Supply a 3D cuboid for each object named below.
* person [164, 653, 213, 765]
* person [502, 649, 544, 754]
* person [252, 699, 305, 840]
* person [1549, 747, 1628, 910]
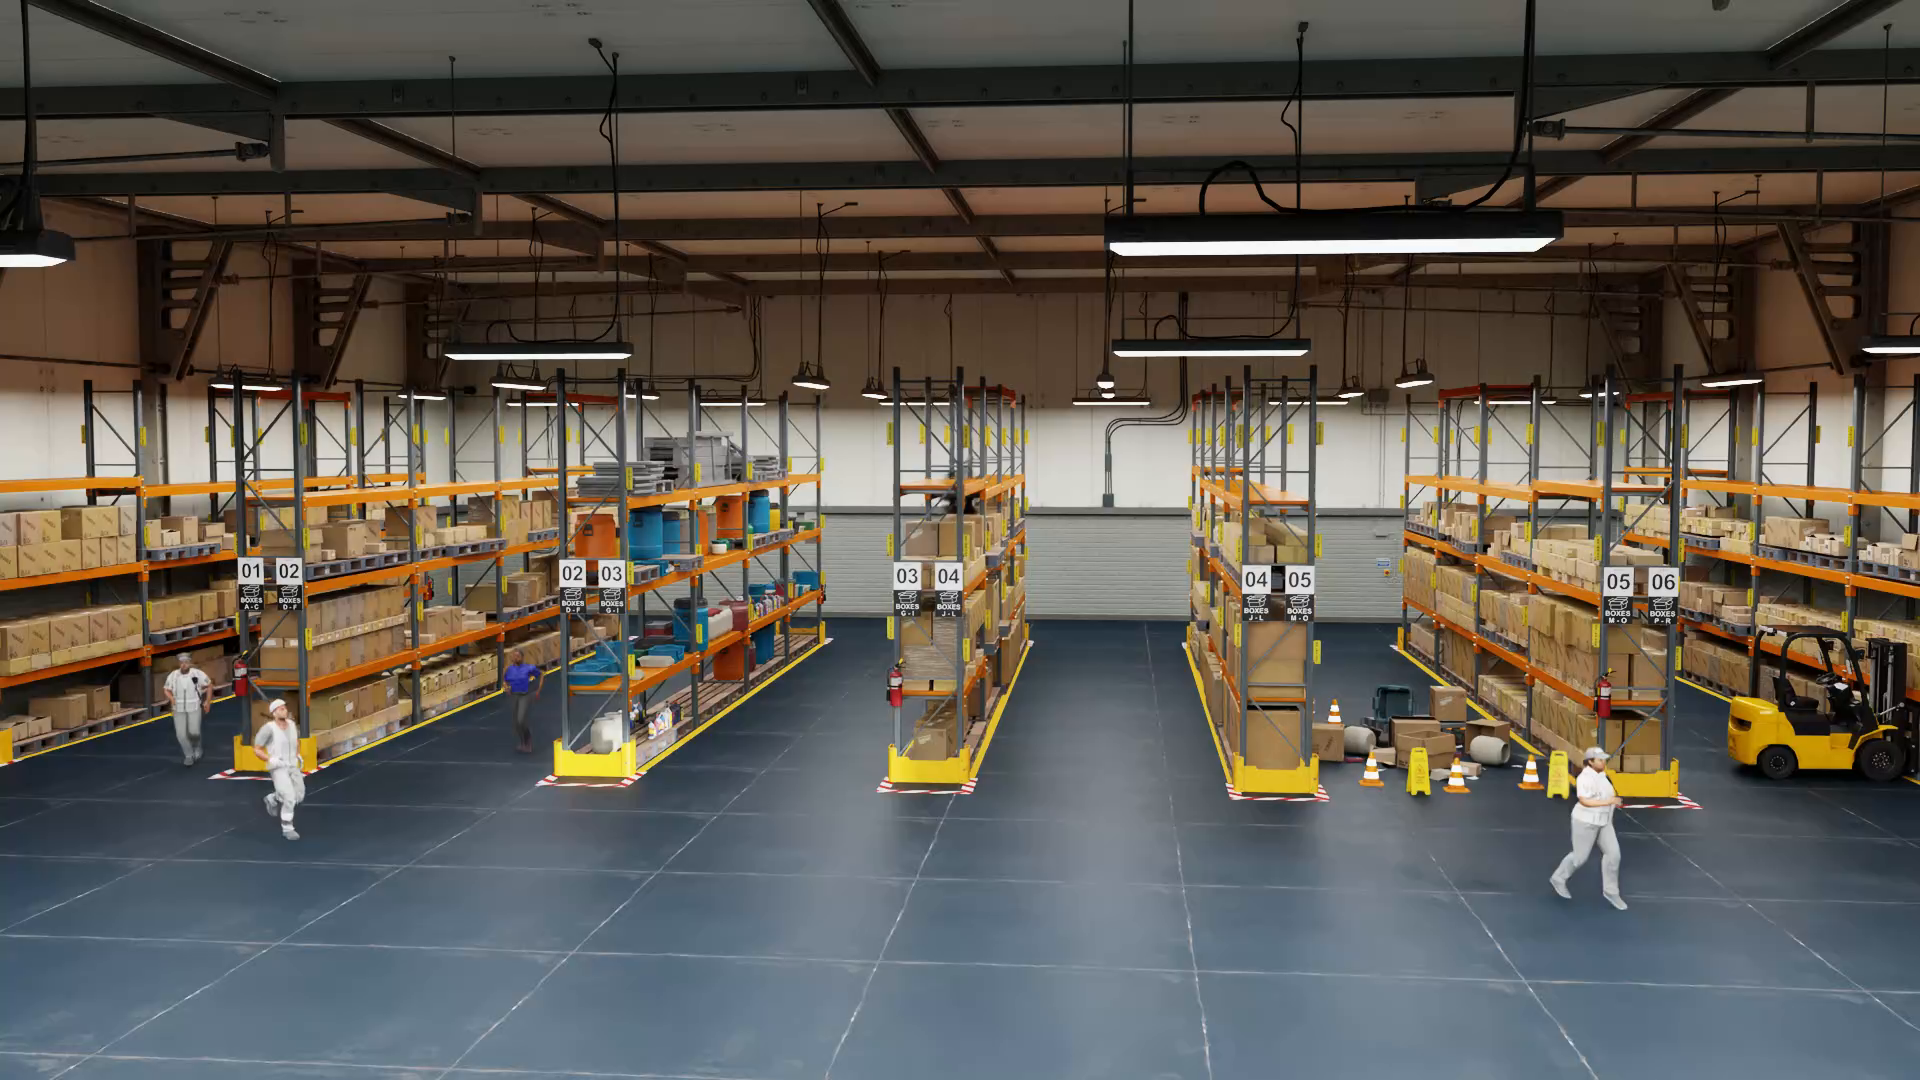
[{"bbox_3d":[-11.769,2.571,25.333,0.669,1.729,0.620,-1,4,-15],"label":"person"},{"bbox_3d":[-6.940,2.569,26.287,0.592,1.673,0.684,1,4,10],"label":"person"},{"bbox_3d":[-8.520,2.851,20.799,0.668,1.736,0.688,2,4,24],"label":"person"},{"bbox_3d":[6.733,3.062,17.797,0.631,1.709,0.809,-3,5,-40],"label":"person"}]
